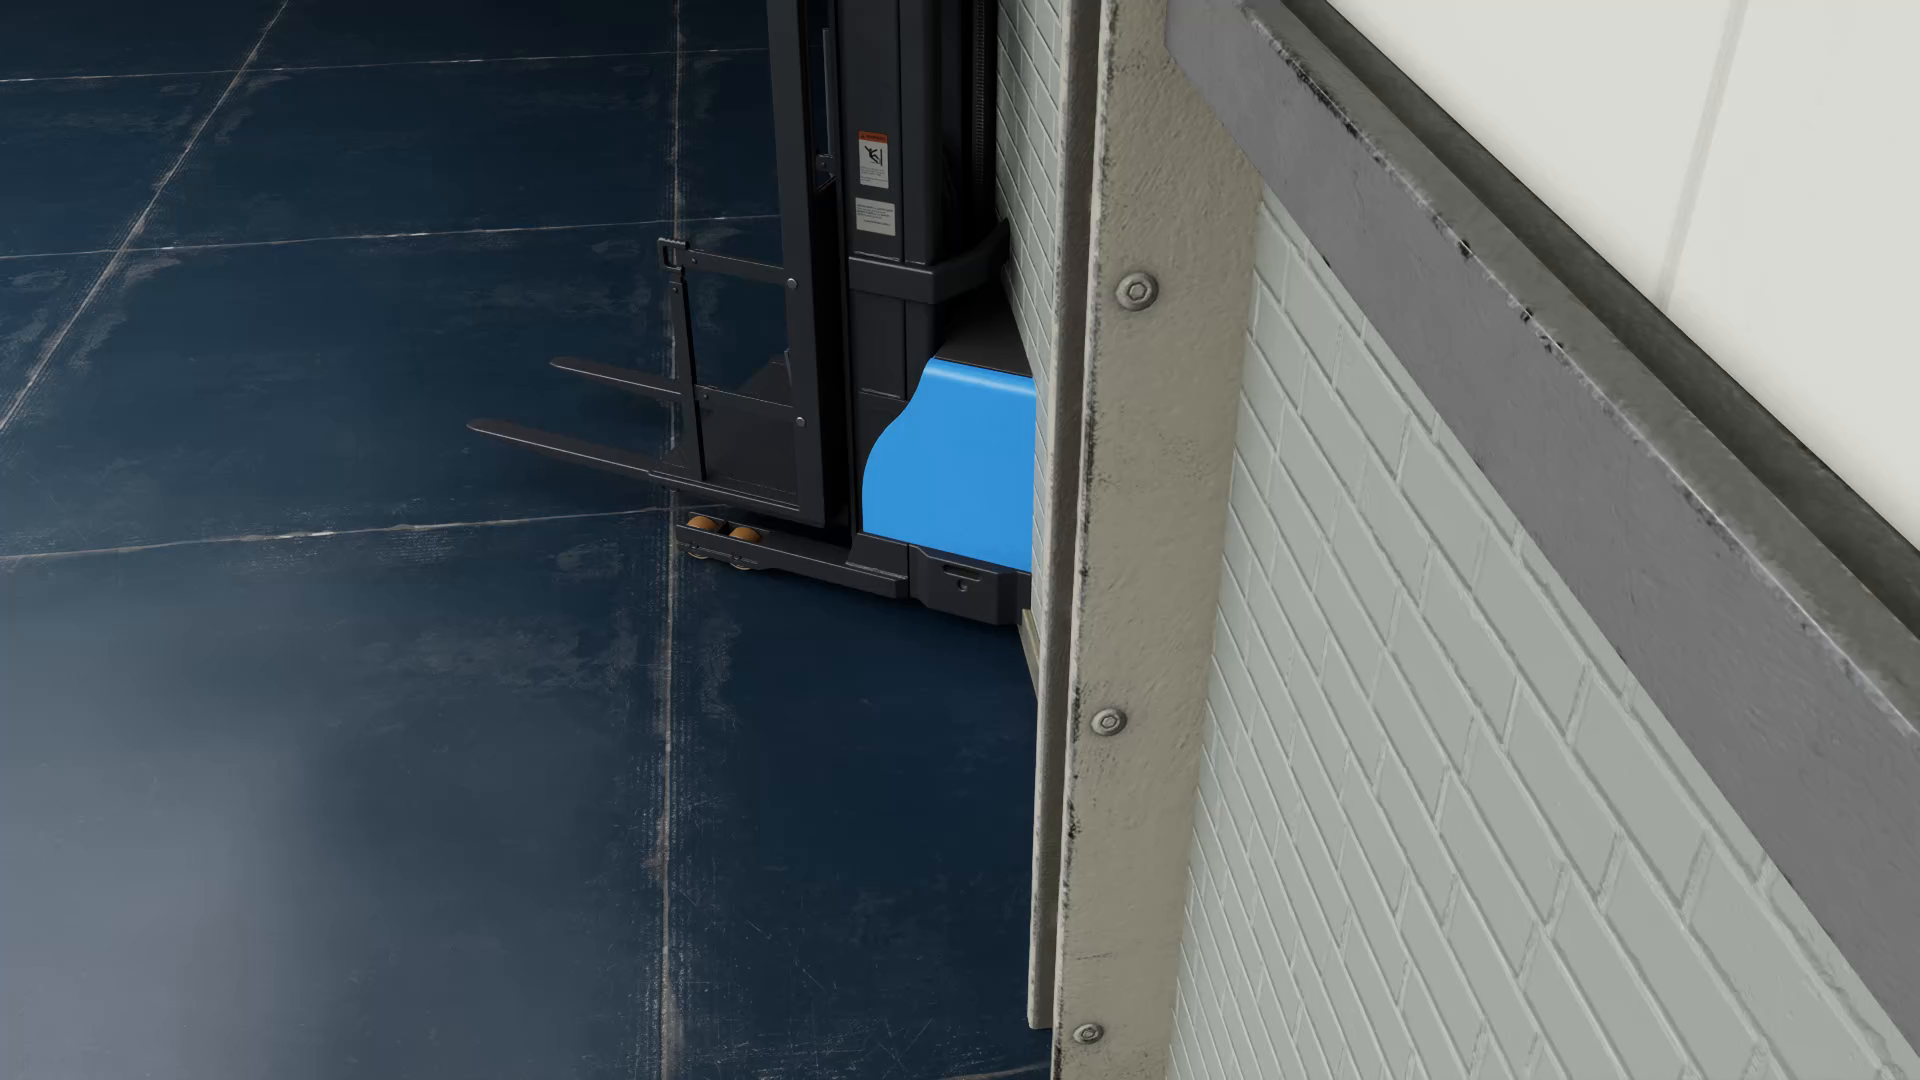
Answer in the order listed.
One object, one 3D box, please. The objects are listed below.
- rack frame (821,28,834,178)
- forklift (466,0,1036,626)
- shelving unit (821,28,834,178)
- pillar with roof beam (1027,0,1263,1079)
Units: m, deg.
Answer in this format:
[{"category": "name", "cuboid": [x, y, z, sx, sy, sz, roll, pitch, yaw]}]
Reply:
[{"category": "rack frame", "cuboid": [-0.372, -1.685, 7.891, 0.500, 1.500, 0.032, -4, 35, -6]}, {"category": "forklift", "cuboid": [-0.579, -1.351, 6.129, 3.031, 2.935, 1.130, 14, 37, 19]}, {"category": "shelving unit", "cuboid": [-0.305, -1.401, 7.474, 0.538, 1.500, 1.048, -4, 35, -6]}, {"category": "pillar with roof beam", "cuboid": [-3.894, -1.939, 1.604, 9.100, 9.000, 0.400, -4, 35, -6]}]
